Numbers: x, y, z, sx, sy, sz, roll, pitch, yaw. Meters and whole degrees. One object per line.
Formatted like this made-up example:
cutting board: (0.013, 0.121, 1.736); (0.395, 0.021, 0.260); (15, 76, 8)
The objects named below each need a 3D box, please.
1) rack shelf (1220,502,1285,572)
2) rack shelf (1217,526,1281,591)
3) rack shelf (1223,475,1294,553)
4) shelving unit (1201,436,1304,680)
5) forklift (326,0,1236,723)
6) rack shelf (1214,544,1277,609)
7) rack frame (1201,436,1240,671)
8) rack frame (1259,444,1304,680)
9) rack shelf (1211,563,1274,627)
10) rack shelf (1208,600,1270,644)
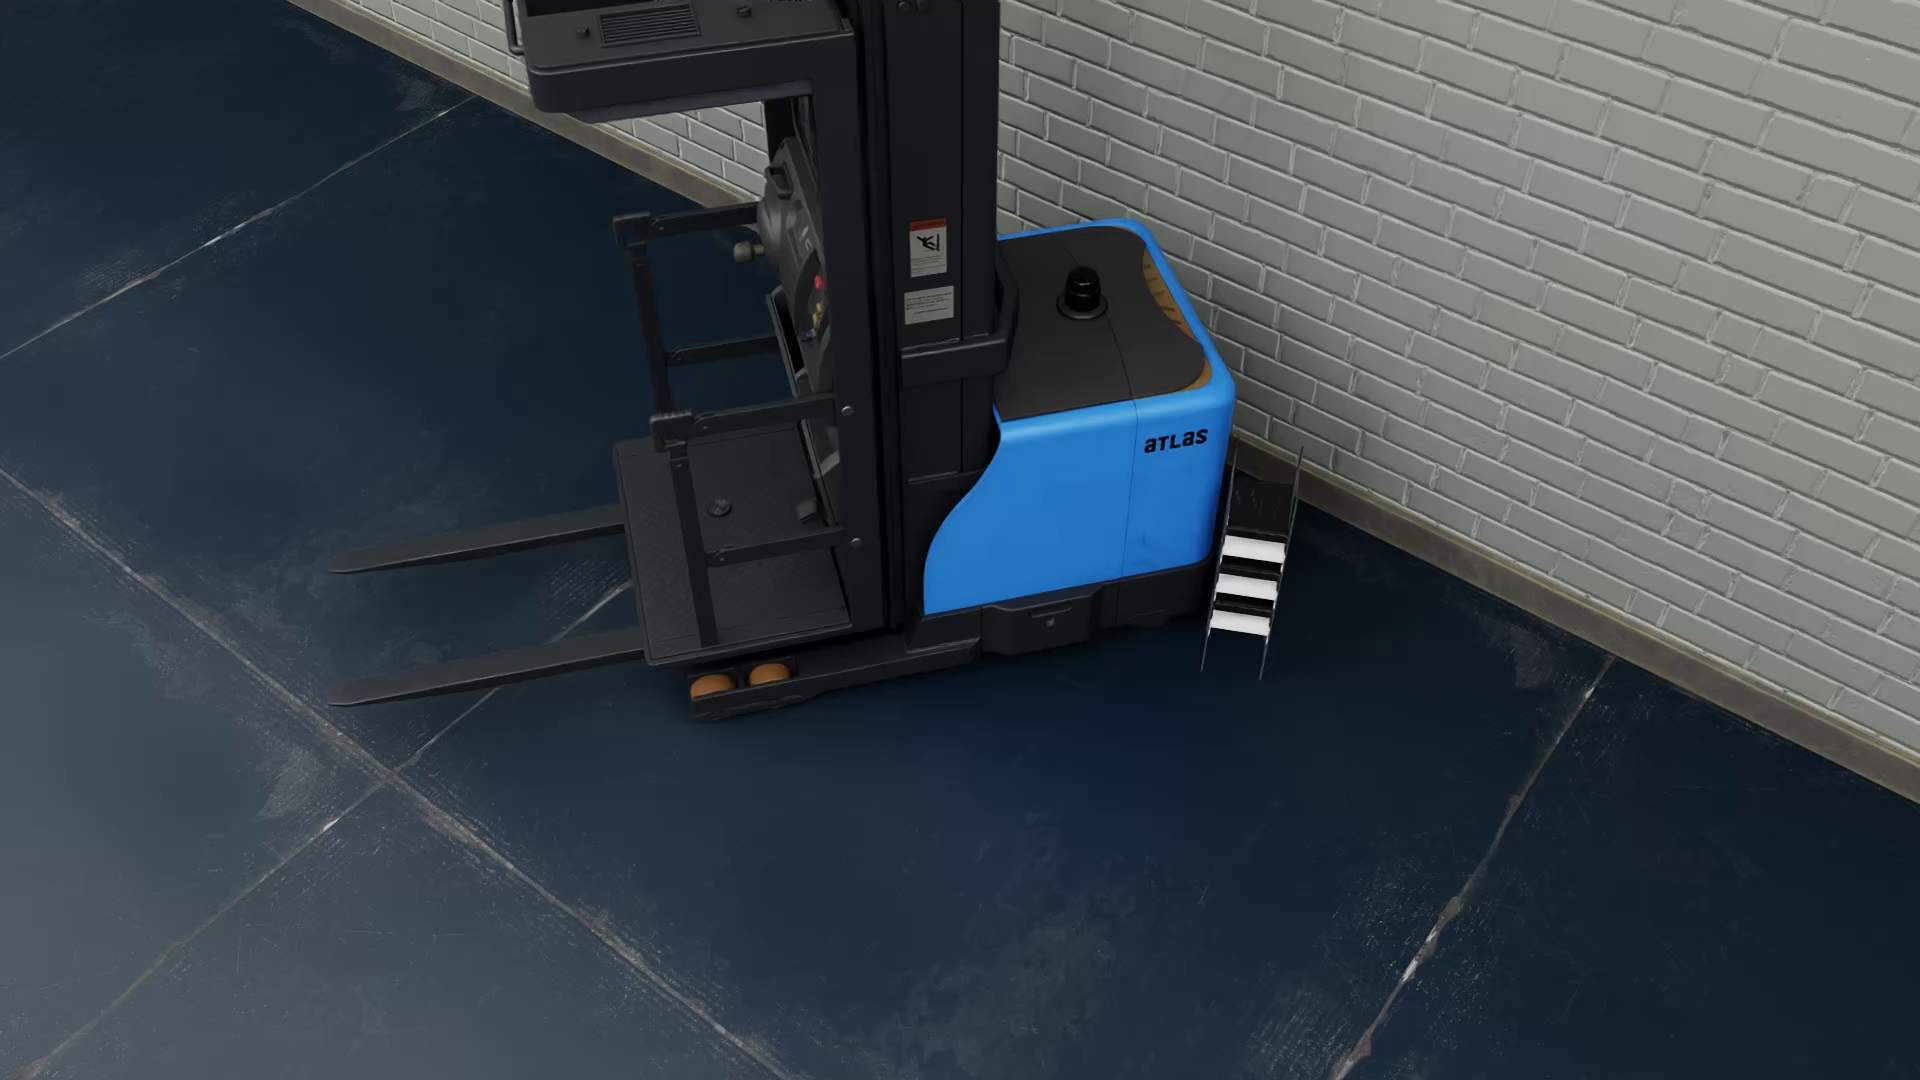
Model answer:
rack shelf: (0.968, -0.024, 5.448); (0.200, 0.077, 0.258); (8, 47, 8)
rack shelf: (0.968, 0.038, 5.513); (0.200, 0.077, 0.258); (8, 47, 8)
rack shelf: (0.968, -0.086, 5.383); (0.200, 0.077, 0.258); (8, 47, 8)
shelving unit: (0.968, 0.077, 5.554); (0.210, 0.900, 0.258); (8, 47, 8)
forklift: (-0.683, -0.823, 5.009); (3.031, 2.935, 1.130); (-10, 47, -10)
rack shelf: (0.968, 0.100, 5.578); (0.200, 0.077, 0.258); (8, 47, 8)
rack frame: (0.868, 0.062, 5.568); (0.006, 0.900, 0.240); (8, 47, 8)
rack frame: (1.067, 0.092, 5.540); (0.006, 0.900, 0.240); (8, 47, 8)
rack shelf: (0.968, 0.162, 5.643); (0.200, 0.077, 0.258); (8, 47, 8)
rack shelf: (0.968, 0.224, 5.708); (0.200, 0.077, 0.258); (8, 47, 8)
